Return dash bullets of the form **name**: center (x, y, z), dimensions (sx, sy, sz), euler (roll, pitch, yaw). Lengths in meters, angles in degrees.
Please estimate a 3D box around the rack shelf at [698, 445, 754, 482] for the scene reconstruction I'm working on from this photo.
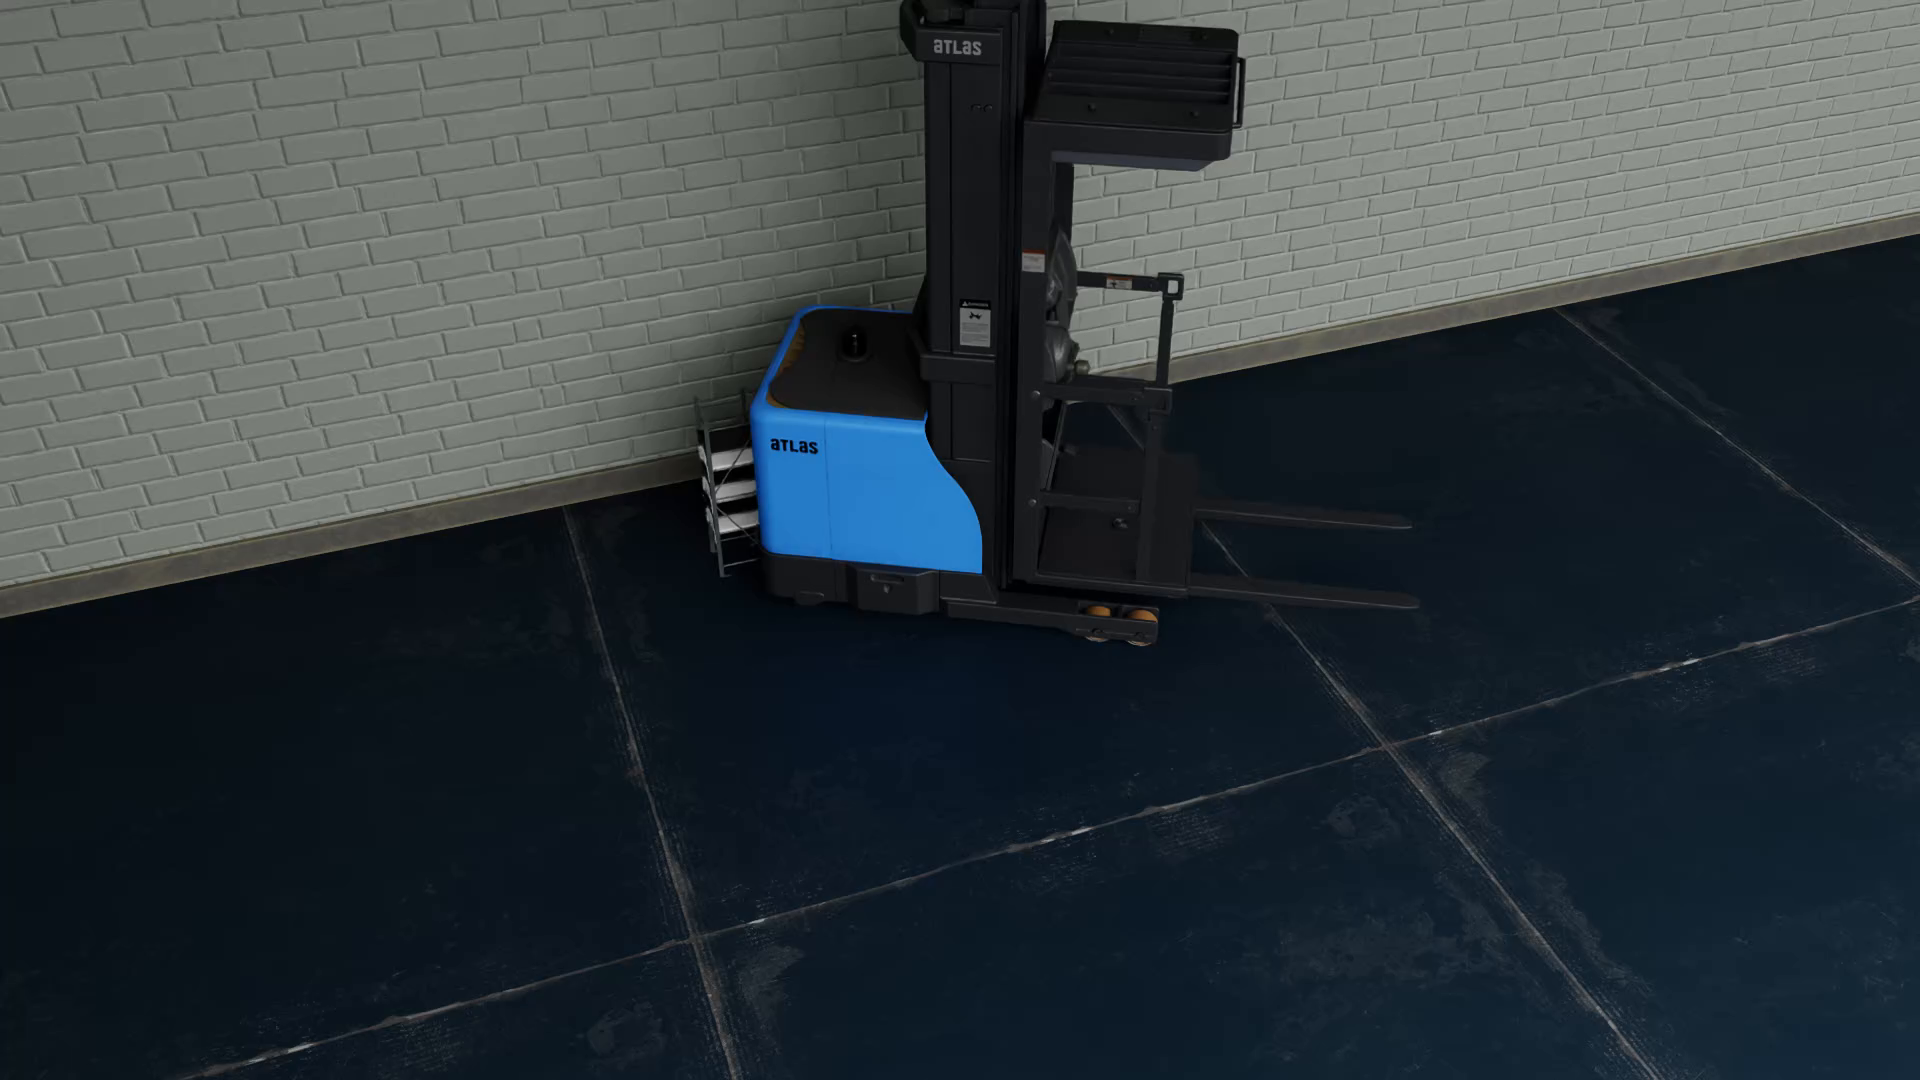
- **rack shelf**: center (-1.076, -0.379, 7.762), dimensions (0.258, 0.077, 0.200), euler (-12, 39, -15)

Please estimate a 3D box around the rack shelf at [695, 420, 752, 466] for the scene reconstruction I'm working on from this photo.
- **rack shelf**: center (-1.076, -0.451, 7.707), dimensions (0.258, 0.077, 0.200), euler (-12, 39, -15)

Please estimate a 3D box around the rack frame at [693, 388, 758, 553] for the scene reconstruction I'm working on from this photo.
- **rack frame**: center (-1.109, -0.320, 7.927), dimensions (0.240, 0.900, 0.006), euler (-12, 39, -15)

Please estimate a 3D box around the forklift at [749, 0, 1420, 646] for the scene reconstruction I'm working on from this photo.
- **forklift**: center (0.625, -1.030, 7.182), dimensions (3.031, 2.935, 1.130), euler (5, 37, 7)

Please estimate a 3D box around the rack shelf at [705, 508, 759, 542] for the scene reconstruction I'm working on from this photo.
- **rack shelf**: center (-1.076, -0.092, 7.978), dimensions (0.258, 0.077, 0.200), euler (-12, 39, -15)

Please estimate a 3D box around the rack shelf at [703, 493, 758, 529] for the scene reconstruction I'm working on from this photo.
- **rack shelf**: center (-1.076, -0.163, 7.924), dimensions (0.258, 0.077, 0.200), euler (-12, 39, -15)

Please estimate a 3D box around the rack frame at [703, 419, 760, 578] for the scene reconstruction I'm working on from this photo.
- **rack frame**: center (-1.042, -0.204, 7.773), dimensions (0.240, 0.900, 0.006), euler (-12, 39, -15)

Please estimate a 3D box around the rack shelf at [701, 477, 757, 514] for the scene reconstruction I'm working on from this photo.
- **rack shelf**: center (-1.076, -0.235, 7.870), dimensions (0.258, 0.077, 0.200), euler (-12, 39, -15)

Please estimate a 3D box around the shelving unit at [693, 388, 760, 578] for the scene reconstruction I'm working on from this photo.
- **shelving unit**: center (-1.076, -0.262, 7.850), dimensions (0.258, 0.900, 0.210), euler (-12, 39, -15)

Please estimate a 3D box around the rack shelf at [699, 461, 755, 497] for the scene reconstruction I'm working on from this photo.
- **rack shelf**: center (-1.076, -0.307, 7.816), dimensions (0.258, 0.077, 0.200), euler (-12, 39, -15)
